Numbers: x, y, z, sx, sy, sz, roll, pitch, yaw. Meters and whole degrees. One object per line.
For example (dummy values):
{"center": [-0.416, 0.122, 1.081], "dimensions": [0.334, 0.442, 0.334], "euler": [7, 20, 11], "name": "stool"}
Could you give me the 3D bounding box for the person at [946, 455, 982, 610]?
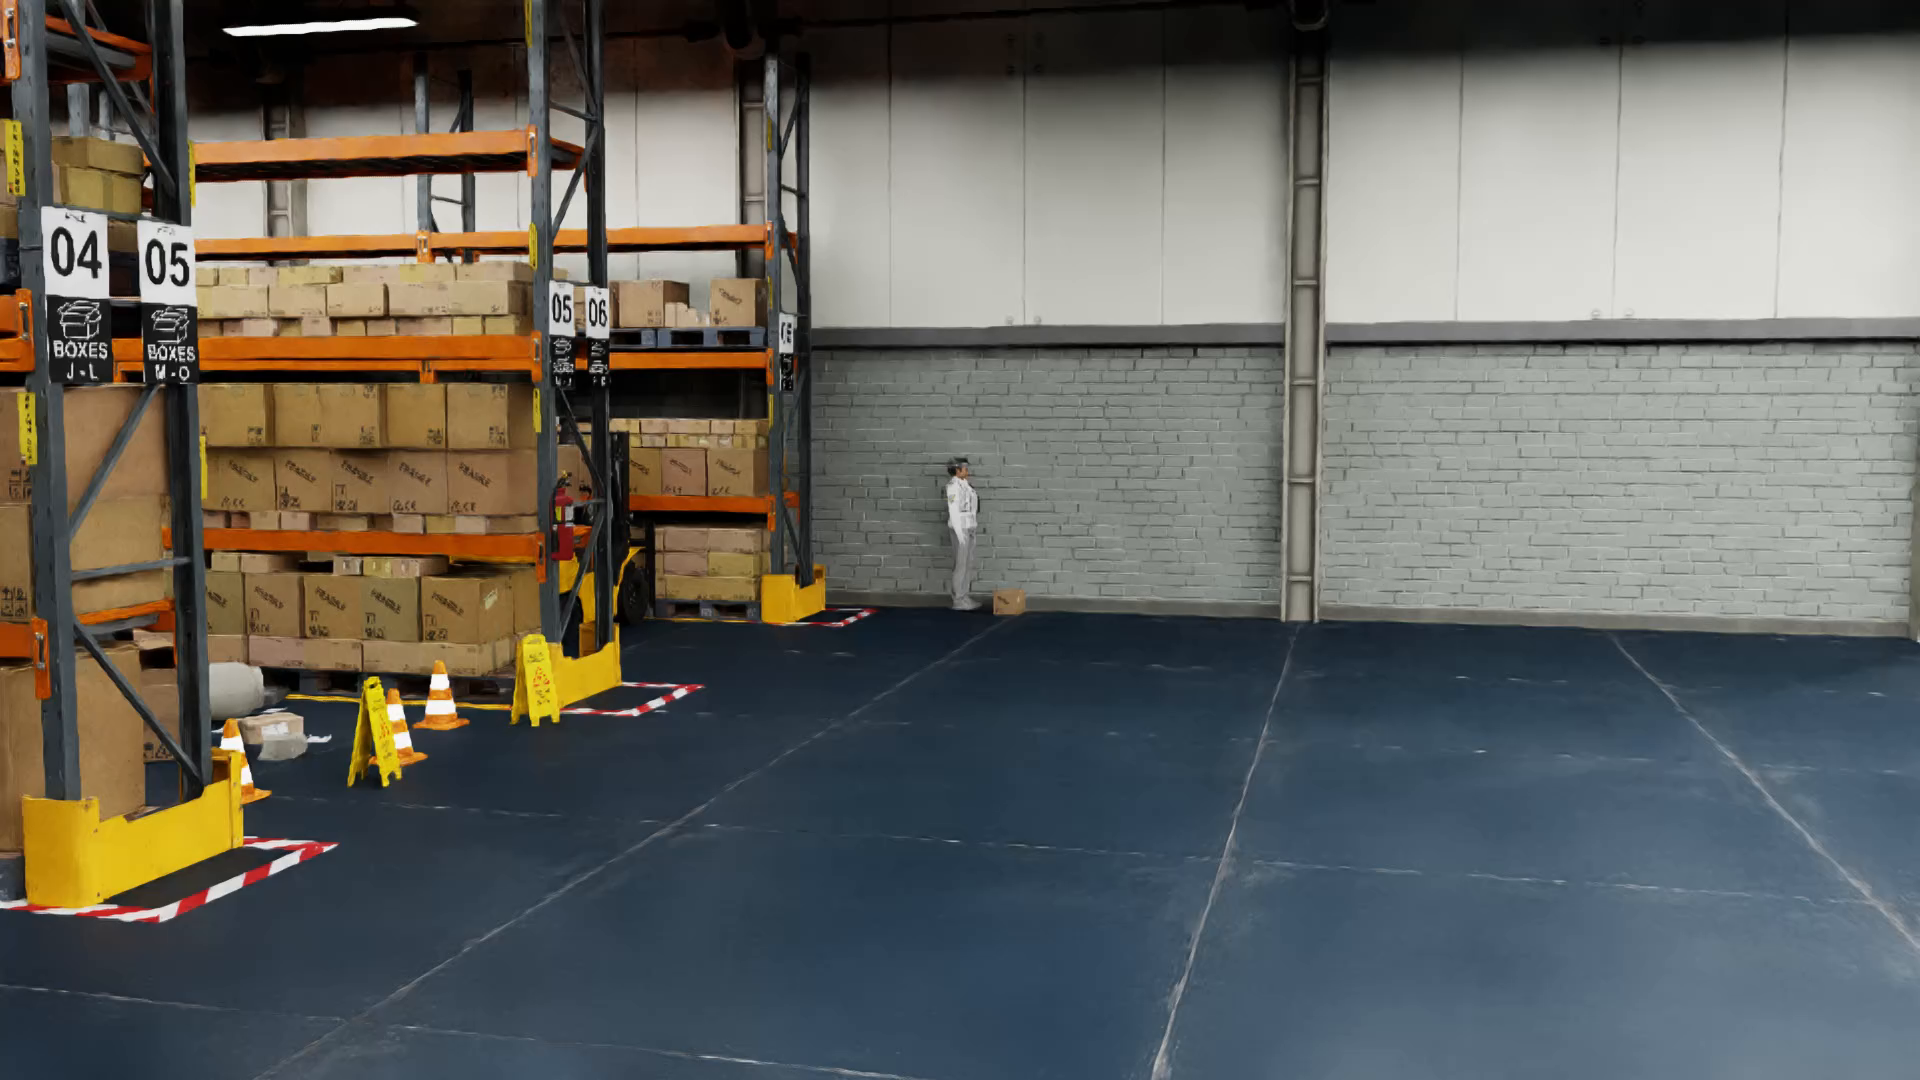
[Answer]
{"center": [0.045, -0.092, 18.215], "dimensions": [0.385, 1.685, 0.491], "euler": [2, 5, 20], "name": "person"}
